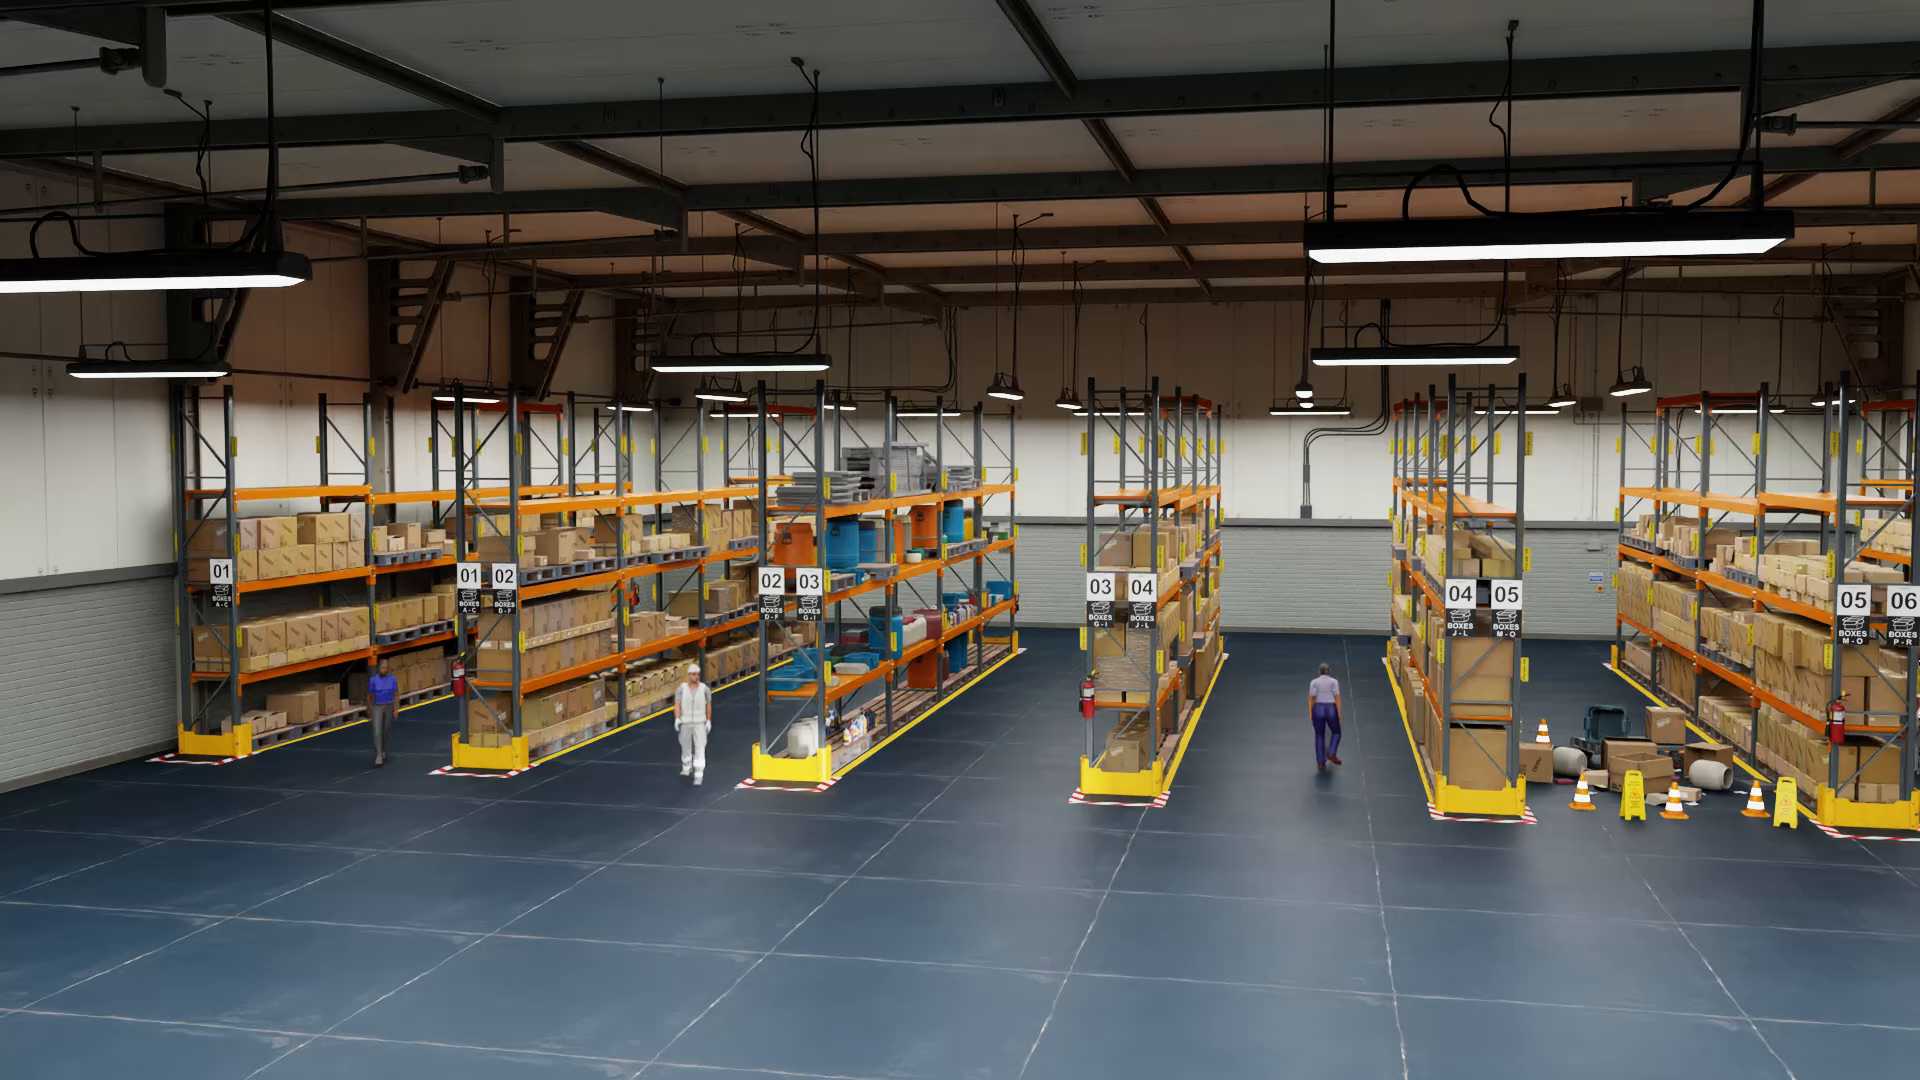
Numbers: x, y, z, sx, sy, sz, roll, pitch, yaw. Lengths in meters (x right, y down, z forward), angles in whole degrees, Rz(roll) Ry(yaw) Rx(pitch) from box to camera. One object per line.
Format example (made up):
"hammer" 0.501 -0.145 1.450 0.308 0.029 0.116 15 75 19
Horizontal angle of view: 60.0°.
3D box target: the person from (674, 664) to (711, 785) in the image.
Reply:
"person" -3.978 2.732 24.768 0.552 1.753 0.993 -1 3 -9

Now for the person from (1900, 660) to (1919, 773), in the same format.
"person" 14.701 2.729 25.306 0.541 1.808 0.602 0 3 7

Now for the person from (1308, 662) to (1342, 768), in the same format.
"person" 5.693 2.730 25.900 0.531 1.634 0.462 1 3 21

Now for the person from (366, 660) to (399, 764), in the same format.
"person" -9.139 2.699 26.314 0.519 1.609 0.923 -2 4 -38
